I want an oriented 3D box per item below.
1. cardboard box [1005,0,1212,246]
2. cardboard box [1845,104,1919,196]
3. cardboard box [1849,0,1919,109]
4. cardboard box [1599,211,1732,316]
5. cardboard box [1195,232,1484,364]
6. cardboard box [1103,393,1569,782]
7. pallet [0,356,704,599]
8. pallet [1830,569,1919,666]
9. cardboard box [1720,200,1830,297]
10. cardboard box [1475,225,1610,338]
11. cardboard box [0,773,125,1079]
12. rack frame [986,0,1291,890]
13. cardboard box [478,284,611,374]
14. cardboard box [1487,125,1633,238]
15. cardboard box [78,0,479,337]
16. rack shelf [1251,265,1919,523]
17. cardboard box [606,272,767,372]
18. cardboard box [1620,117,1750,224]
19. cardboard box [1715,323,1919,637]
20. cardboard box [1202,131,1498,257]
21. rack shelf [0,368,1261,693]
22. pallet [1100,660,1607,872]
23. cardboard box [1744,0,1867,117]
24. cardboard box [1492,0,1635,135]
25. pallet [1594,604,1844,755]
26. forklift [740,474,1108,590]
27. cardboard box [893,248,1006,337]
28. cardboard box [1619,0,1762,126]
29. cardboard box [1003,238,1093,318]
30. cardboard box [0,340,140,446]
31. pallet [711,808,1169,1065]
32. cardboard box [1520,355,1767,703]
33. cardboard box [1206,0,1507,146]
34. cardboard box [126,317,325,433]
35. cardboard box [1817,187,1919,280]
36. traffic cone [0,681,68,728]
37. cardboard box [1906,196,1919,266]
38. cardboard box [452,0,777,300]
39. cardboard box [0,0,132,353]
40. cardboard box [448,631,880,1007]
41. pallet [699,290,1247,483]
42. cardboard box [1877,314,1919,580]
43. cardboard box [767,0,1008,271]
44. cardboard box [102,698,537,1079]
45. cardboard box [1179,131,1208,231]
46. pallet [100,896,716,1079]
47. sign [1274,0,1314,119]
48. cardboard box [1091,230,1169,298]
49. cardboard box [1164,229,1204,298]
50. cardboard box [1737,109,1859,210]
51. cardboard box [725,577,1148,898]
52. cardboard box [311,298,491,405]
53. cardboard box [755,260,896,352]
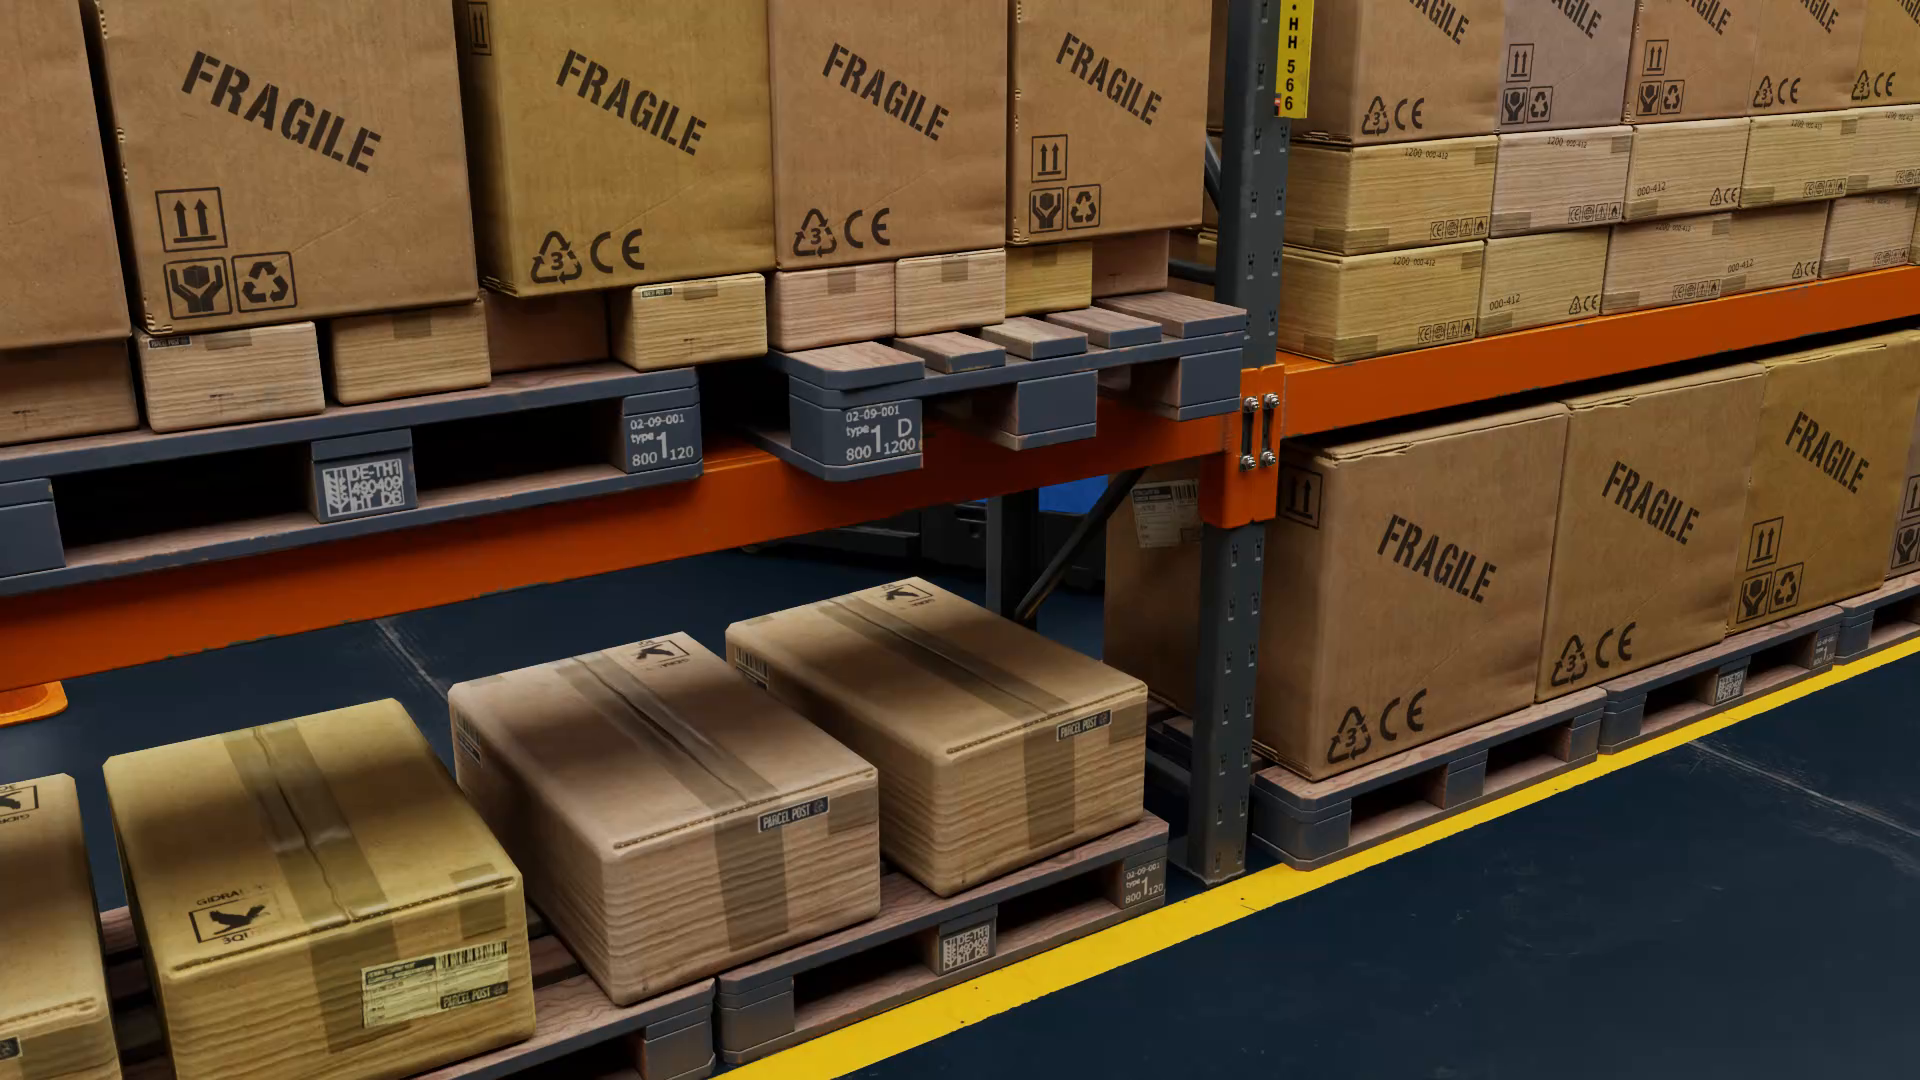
[{"bbox_3d":[0.171,-0.924,3.519,0.500,0.500,0.500,-13,22,-33],"label":"cardboard box"},{"bbox_3d":[2.662,-1.236,5.171,0.500,0.250,0.500,-11,22,-30],"label":"cardboard box"},{"bbox_3d":[2.642,-1.594,5.059,0.500,0.500,0.500,-11,22,-30],"label":"cardboard box"},{"bbox_3d":[1.806,-0.825,4.736,0.500,0.250,0.500,-11,22,-30],"label":"cardboard box"},{"bbox_3d":[0.945,-0.639,4.186,0.500,0.250,0.500,-12,22,-32],"label":"cardboard box"},{"bbox_3d":[1.021,0.017,4.673,0.875,0.875,0.875,-12,22,-32],"label":"cardboard box"},{"bbox_3d":[-1.233,-0.241,3.073,1.213,0.211,1.003,-12,22,-31],"label":"pallet"},{"bbox_3d":[3.136,0.081,6.175,1.213,0.211,1.003,-12,22,-31],"label":"pallet"},{"bbox_3d":[2.216,-0.913,4.996,0.500,0.250,0.500,-12,22,-31],"label":"cardboard box"},{"bbox_3d":[1.364,-0.734,4.468,0.500,0.250,0.500,-13,22,-33],"label":"cardboard box"},{"bbox_3d":[-1.907,0.839,3.028,0.625,0.372,0.950,-10,21,-28],"label":"cardboard box"},{"bbox_3d":[0.398,-0.691,4.106,0.127,3.000,1.000,-12,22,-31],"label":"rack frame"},{"bbox_3d":[-0.832,-0.423,3.048,0.250,0.149,0.380,-12,22,-31],"label":"cardboard box"},{"bbox_3d":[1.389,-0.971,4.387,0.500,0.250,0.500,-11,22,-30],"label":"cardboard box"},{"bbox_3d":[-1.132,-0.645,2.693,0.500,0.500,0.500,-13,23,-34],"label":"cardboard box"},{"bbox_3d":[2.068,-0.703,5.263,4.000,0.370,1.077,-12,22,-31],"label":"rack shelf"},{"bbox_3d":[-0.553,-0.433,3.079,0.250,0.149,0.380,-11,22,-30],"label":"cardboard box"},{"bbox_3d":[1.812,-1.056,4.637,0.500,0.250,0.500,-12,22,-32],"label":"cardboard box"},{"bbox_3d":[2.515,-0.297,5.600,0.875,0.875,0.875,-11,22,-30],"label":"cardboard box"},{"bbox_3d":[0.957,-0.880,4.119,0.500,0.250,0.500,-12,22,-32],"label":"cardboard box"},{"bbox_3d":[-1.272,0.002,3.179,4.000,0.370,1.077,-12,22,-31],"label":"rack shelf"},{"bbox_3d":[1.098,0.511,4.904,1.213,0.211,1.003,-12,22,-31],"label":"pallet"},{"bbox_3d":[2.217,-1.499,4.777,0.500,0.500,0.500,-12,22,-31],"label":"cardboard box"},{"bbox_3d":[1.353,-1.324,4.260,0.500,0.500,0.500,-12,22,-31],"label":"cardboard box"},{"bbox_3d":[2.116,0.297,5.536,1.213,0.211,1.003,-12,22,-31],"label":"pallet"},{"bbox_3d":[-0.556,-1.488,6.568,3.031,2.935,1.130,7,20,20],"label":"forklift"},{"bbox_3d":[-0.116,-0.528,3.359,0.250,0.149,0.380,-12,22,-32],"label":"cardboard box"},{"bbox_3d":[1.794,-1.411,4.517,0.500,0.500,0.500,-11,22,-30],"label":"cardboard box"},{"bbox_3d":[0.070,-0.584,3.525,0.250,0.149,0.380,-12,22,-31],"label":"cardboard box"},{"bbox_3d":[-1.454,-0.269,2.593,0.250,0.149,0.380,-12,22,-31],"label":"cardboard box"},{"bbox_3d":[-0.255,0.767,4.147,1.213,0.211,1.003,-12,22,-31],"label":"pallet"},{"bbox_3d":[1.768,-0.139,5.135,0.875,0.875,0.875,-12,22,-31],"label":"cardboard box"},{"bbox_3d":[0.945,-1.234,3.994,0.500,0.500,0.500,-13,22,-33],"label":"cardboard box"},{"bbox_3d":[-1.203,-0.302,2.690,0.250,0.149,0.380,-11,22,-29],"label":"cardboard box"},{"bbox_3d":[2.645,-1.005,5.269,0.500,0.250,0.500,-13,22,-33],"label":"cardboard box"},{"bbox_3d":[-2.985,0.304,5.124,0.334,0.463,0.336,-12,22,-31],"label":"traffic cone"},{"bbox_3d":[3.077,-1.089,5.517,0.500,0.250,0.500,-12,22,-32],"label":"cardboard box"},{"bbox_3d":[-0.675,-0.741,2.977,0.500,0.500,0.500,-14,23,-35],"label":"cardboard box"},{"bbox_3d":[-1.555,-0.552,2.417,0.500,0.500,0.500,-12,22,-32],"label":"cardboard box"},{"bbox_3d":[-0.691,0.584,3.783,0.625,0.372,0.950,-12,22,-32],"label":"cardboard box"},{"bbox_3d":[-0.138,-0.446,3.681,1.003,0.211,1.213,-12,22,-31],"label":"pallet"},{"bbox_3d":[3.265,-0.458,6.077,0.875,0.875,0.875,-11,22,-30],"label":"cardboard box"},{"bbox_3d":[-0.254,-0.830,3.240,0.500,0.500,0.500,-12,22,-32],"label":"cardboard box"},{"bbox_3d":[-1.328,0.716,3.392,0.625,0.372,0.950,-11,22,-30],"label":"cardboard box"},{"bbox_3d":[0.663,-1.010,4.504,0.500,0.250,0.500,-12,22,-32],"label":"cardboard box"},{"bbox_3d":[-1.273,0.980,3.515,1.213,0.211,1.003,-12,22,-31],"label":"pallet"},{"bbox_3d":[0.704,-1.059,3.509,0.005,0.325,0.100,-12,22,-31],"label":"sign"},{"bbox_3d":[0.254,-0.651,3.722,0.250,0.149,0.380,-11,22,-29],"label":"cardboard box"},{"bbox_3d":[0.678,-0.779,4.599,0.500,0.250,0.500,-13,23,-33],"label":"cardboard box"},{"bbox_3d":[2.243,-1.141,4.891,0.500,0.250,0.500,-11,22,-30],"label":"cardboard box"},{"bbox_3d":[-0.079,0.451,4.173,0.625,0.372,0.950,-14,23,-35],"label":"cardboard box"},{"bbox_3d":[-0.997,-0.357,2.852,0.250,0.149,0.380,-13,22,-33],"label":"cardboard box"},{"bbox_3d":[-0.331,-0.485,3.234,0.250,0.149,0.380,-13,23,-34],"label":"cardboard box"}]
